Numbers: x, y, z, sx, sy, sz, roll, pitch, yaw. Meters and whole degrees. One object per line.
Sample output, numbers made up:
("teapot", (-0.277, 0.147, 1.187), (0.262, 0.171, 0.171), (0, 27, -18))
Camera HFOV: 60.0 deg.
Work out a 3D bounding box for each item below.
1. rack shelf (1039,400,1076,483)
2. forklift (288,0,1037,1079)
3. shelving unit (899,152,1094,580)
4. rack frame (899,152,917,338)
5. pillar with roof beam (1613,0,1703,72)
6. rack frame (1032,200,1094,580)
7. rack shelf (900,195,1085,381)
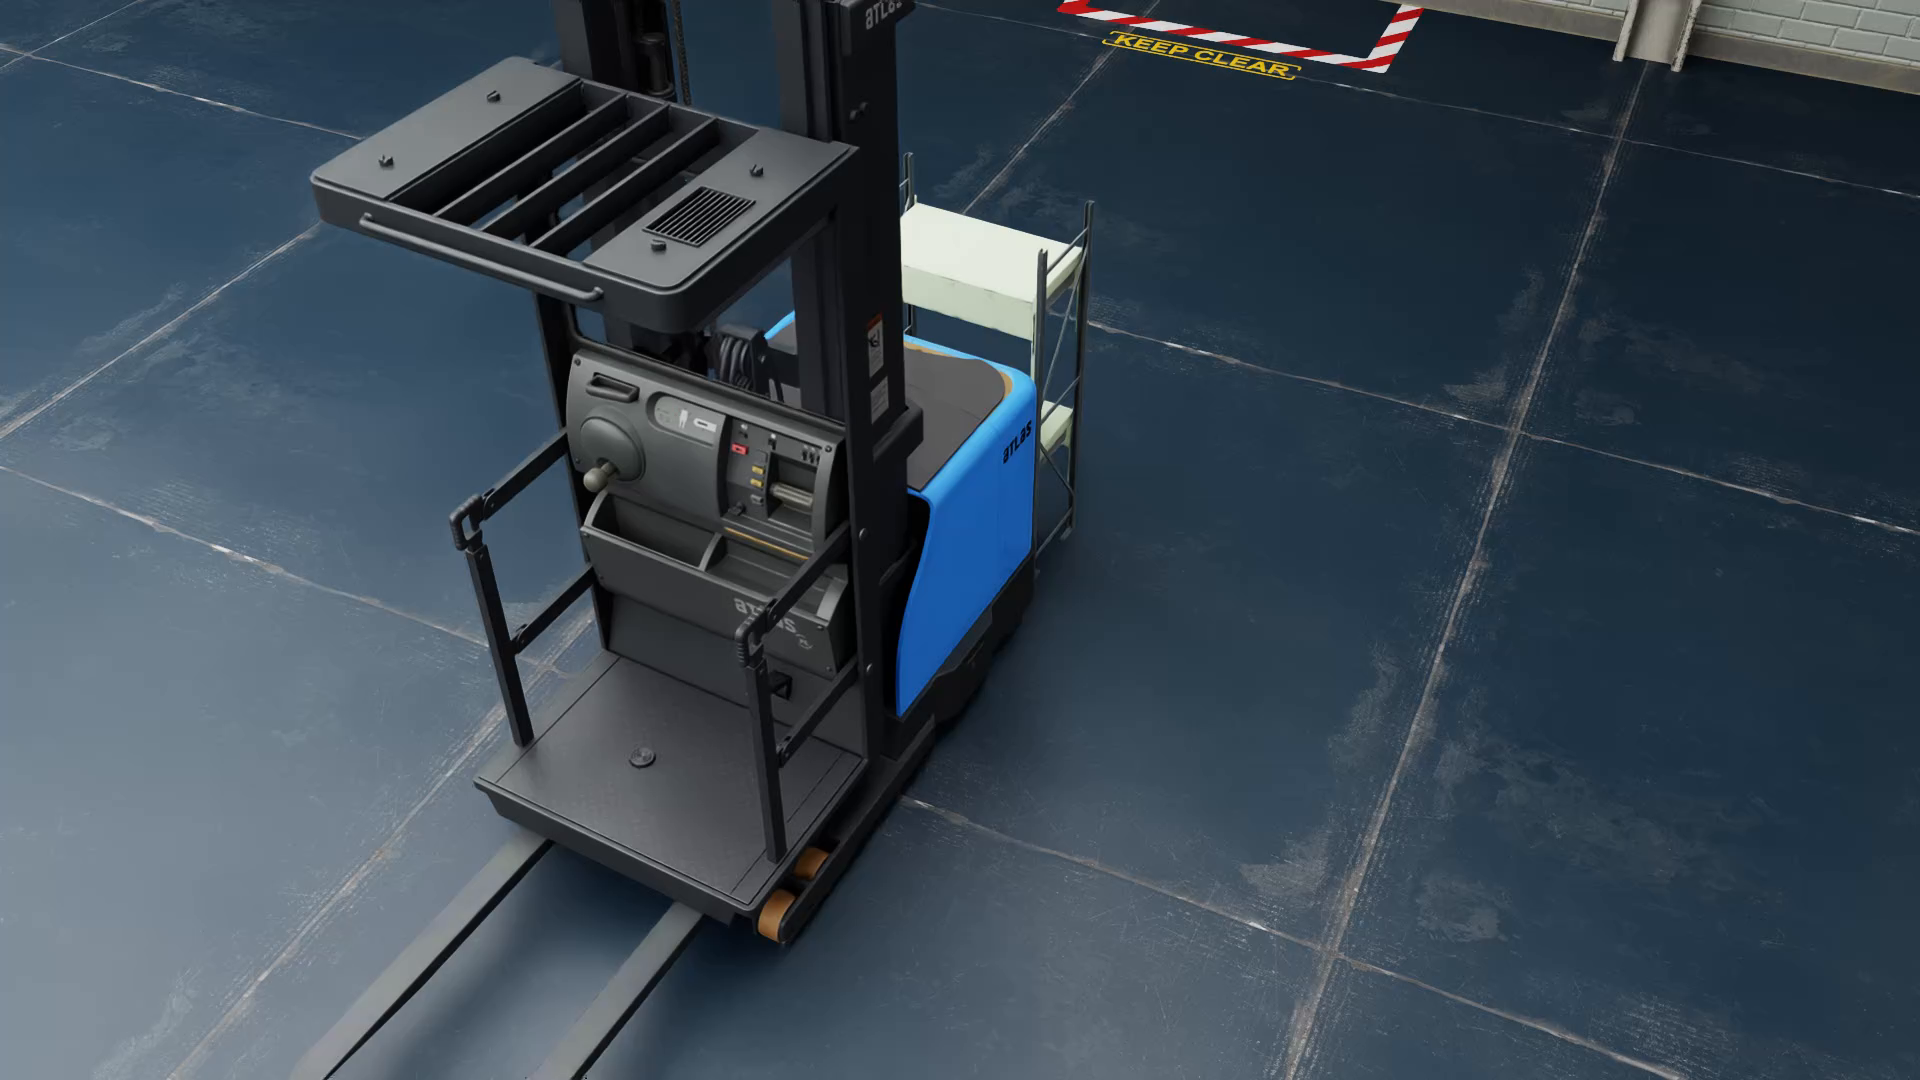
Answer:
("rack shelf", (0.045, -0.378, 6.538), (0.720, 0.370, 0.431), (20, 45, 21))
("forklift", (-0.866, -0.176, 4.716), (1.130, 2.935, 3.031), (20, 45, 21))
("shelving unit", (0.045, -0.624, 6.325), (0.755, 1.500, 0.431), (20, 45, 21))
("rack frame", (-0.276, -0.739, 6.457), (0.023, 1.500, 0.400), (20, 45, 21))
("pillar with roof beam", (2.397, -3.805, 4.269), (0.400, 9.000, 9.100), (17, 44, 19))
("rack frame", (0.366, -0.509, 6.192), (0.023, 1.500, 0.400), (20, 45, 21))
("rack shelf", (0.045, -0.919, 6.069), (0.720, 0.370, 0.431), (20, 45, 21))
